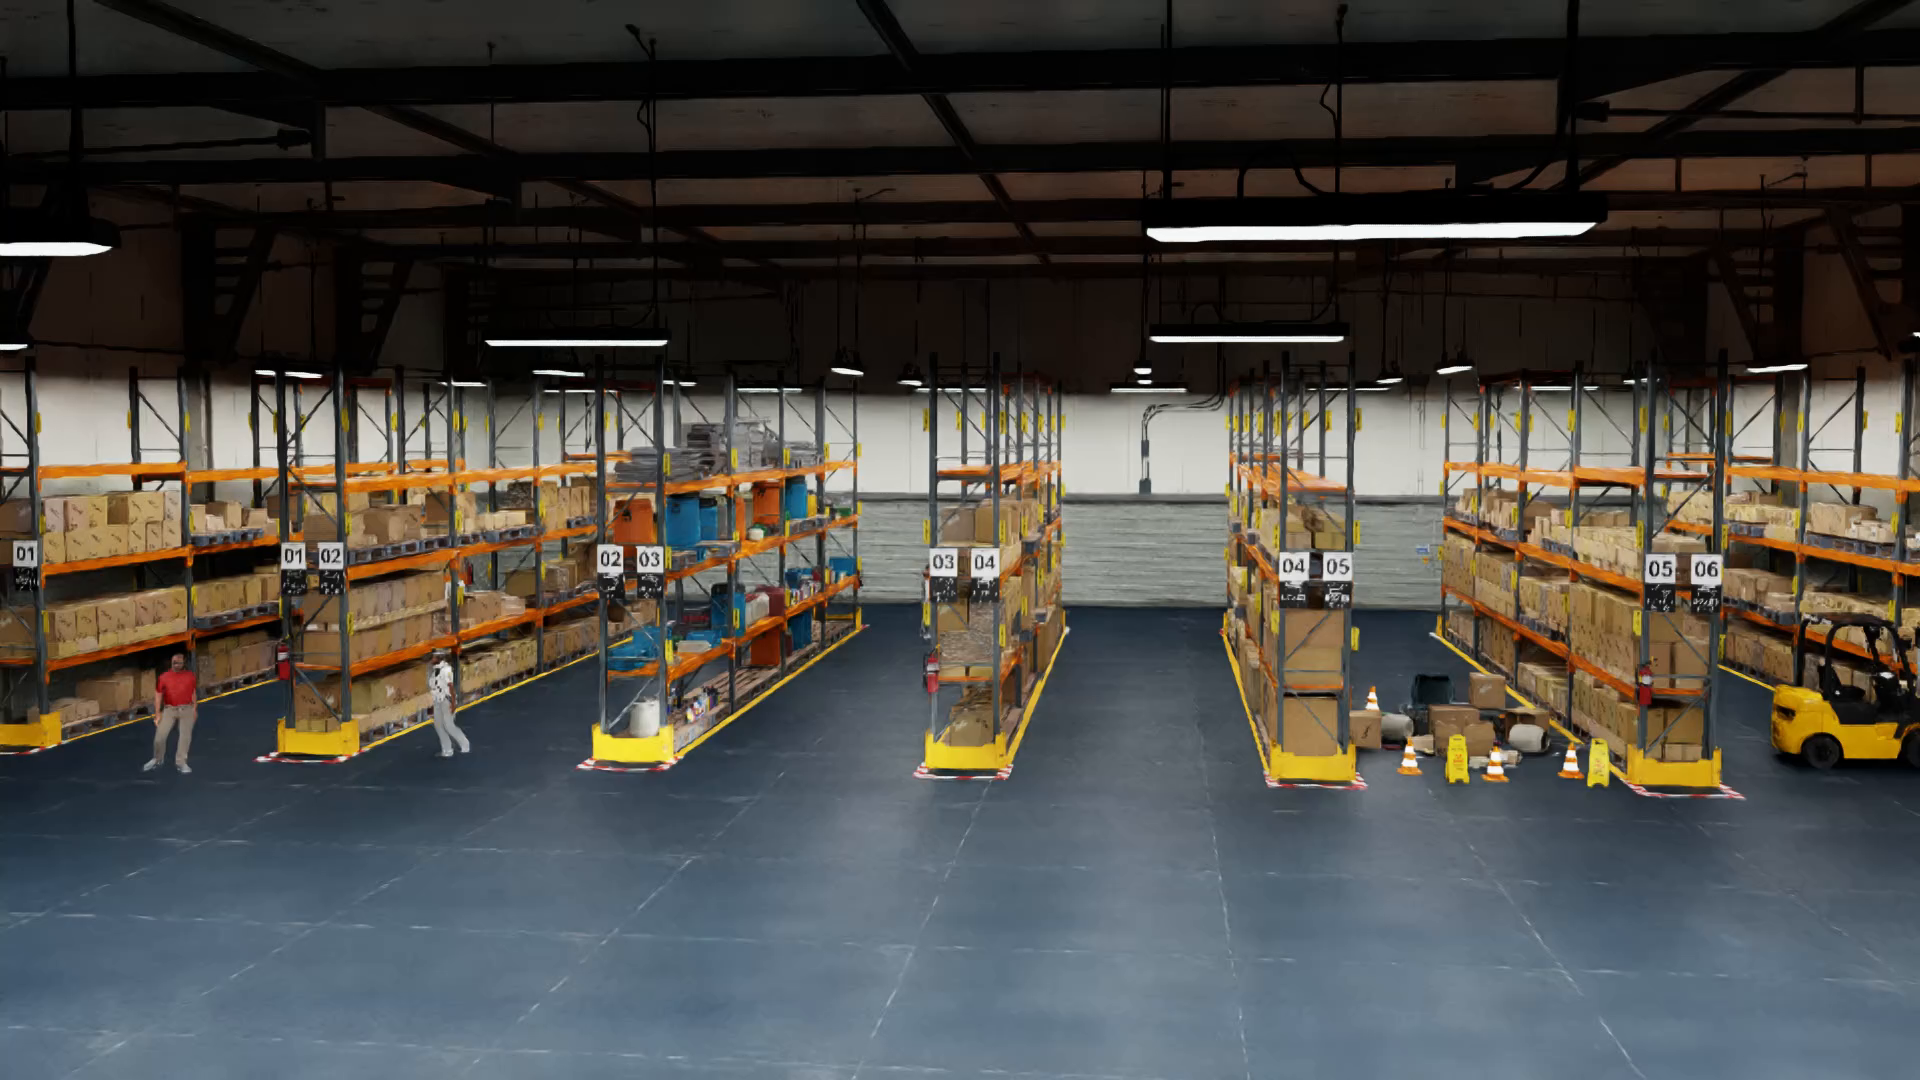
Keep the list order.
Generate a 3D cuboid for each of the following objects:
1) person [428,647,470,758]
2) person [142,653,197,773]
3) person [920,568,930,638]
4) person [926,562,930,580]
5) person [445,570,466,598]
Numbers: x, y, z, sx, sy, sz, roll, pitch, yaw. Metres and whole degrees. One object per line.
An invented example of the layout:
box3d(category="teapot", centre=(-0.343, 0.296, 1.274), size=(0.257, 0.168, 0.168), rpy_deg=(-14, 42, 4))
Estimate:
box3d(category="person", centre=(-7.649, 2.414, 24.915), size=(0.520, 1.663, 0.548), rpy_deg=(4, 6, 43))
box3d(category="person", centre=(-11.270, 2.466, 23.715), size=(0.728, 1.719, 0.543), rpy_deg=(-3, 5, -33))
box3d(category="person", centre=(-0.764, 1.457, 38.634), size=(0.347, 1.597, 0.535), rpy_deg=(0, 4, -5))
box3d(category="person", centre=(-0.614, 1.159, 42.089), size=(0.582, 1.700, 1.193), rpy_deg=(0, 4, 4))
box3d(category="person", centre=(-11.702, 1.459, 38.530), size=(0.499, 1.587, 1.074), rpy_deg=(0, 4, 5))
